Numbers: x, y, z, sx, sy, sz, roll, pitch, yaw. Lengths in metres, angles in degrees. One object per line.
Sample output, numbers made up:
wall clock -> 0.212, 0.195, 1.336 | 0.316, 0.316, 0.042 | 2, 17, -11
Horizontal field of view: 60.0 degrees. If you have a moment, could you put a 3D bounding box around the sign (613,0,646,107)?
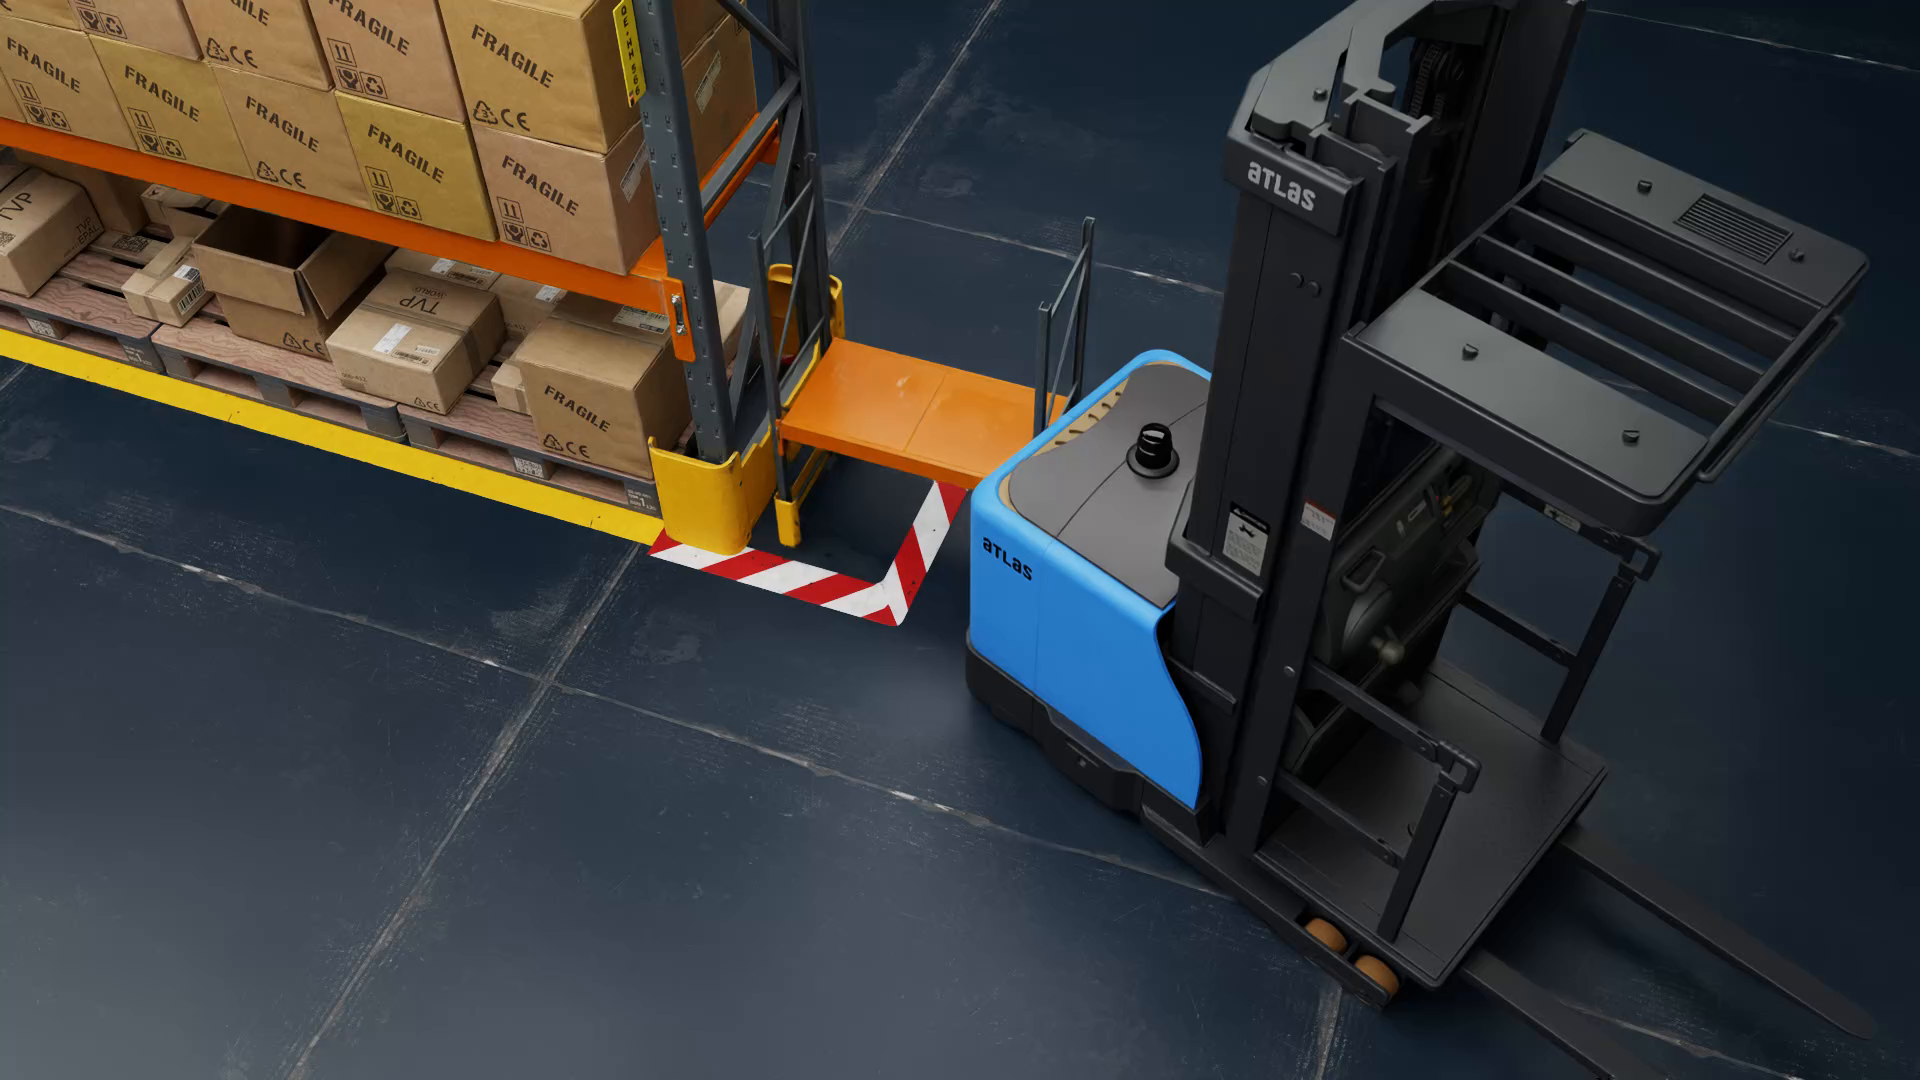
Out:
sign -> -0.973, -1.440, 4.904 | 0.005, 0.325, 0.100 | 16, 51, 13

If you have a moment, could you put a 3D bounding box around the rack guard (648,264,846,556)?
rack guard -> -0.833, -0.547, 6.760 | 0.348, 0.500, 1.175 | 16, 51, 13

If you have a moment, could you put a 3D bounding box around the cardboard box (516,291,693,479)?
cardboard box -> -1.357, -0.639, 6.548 | 0.500, 0.500, 0.500 | 16, 51, 13

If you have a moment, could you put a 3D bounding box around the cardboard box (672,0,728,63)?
cardboard box -> -1.086, -2.009, 5.645 | 0.500, 0.500, 0.500 | 17, 51, 14

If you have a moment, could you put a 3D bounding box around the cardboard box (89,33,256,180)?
cardboard box -> -2.703, -1.703, 6.041 | 0.500, 0.500, 0.500 | 15, 51, 13

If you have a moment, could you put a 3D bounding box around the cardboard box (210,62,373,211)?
cardboard box -> -2.230, -1.571, 5.927 | 0.500, 0.500, 0.500 | 16, 51, 13

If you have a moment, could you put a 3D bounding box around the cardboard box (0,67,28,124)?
cardboard box -> -3.649, -1.967, 6.271 | 0.500, 0.500, 0.500 | 16, 51, 14

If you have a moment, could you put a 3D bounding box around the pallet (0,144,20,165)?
pallet -> -5.290, -1.666, 7.921 | 1.213, 0.211, 1.003 | 16, 51, 13

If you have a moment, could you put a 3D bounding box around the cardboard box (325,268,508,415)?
cardboard box -> -2.238, -0.827, 6.877 | 0.500, 0.250, 0.500 | 16, 51, 13

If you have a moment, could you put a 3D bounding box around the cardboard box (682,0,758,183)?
cardboard box -> -1.086, -1.682, 6.023 | 0.500, 0.500, 0.500 | 17, 51, 14

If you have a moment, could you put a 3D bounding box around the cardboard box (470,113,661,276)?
cardboard box -> -1.276, -1.303, 5.695 | 0.500, 0.500, 0.500 | 17, 51, 14

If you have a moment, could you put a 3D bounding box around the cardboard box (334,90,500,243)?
cardboard box -> -1.764, -1.436, 5.810 | 0.500, 0.500, 0.500 | 16, 51, 13

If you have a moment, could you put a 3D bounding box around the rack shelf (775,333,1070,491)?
rack shelf -> -0.125, -0.430, 6.235 | 1.000, 0.185, 0.538 | 16, 51, 13

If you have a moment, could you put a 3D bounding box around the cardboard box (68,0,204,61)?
cardboard box -> -2.718, -2.026, 5.660 | 0.500, 0.500, 0.500 | 17, 51, 14

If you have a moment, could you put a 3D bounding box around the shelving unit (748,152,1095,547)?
shelving unit -> -0.116, -0.545, 6.097 | 1.083, 1.500, 0.587 | 16, 51, 13

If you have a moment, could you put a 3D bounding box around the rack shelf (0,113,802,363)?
rack shelf -> -2.638, -1.634, 6.524 | 4.000, 0.370, 1.077 | 16, 51, 13

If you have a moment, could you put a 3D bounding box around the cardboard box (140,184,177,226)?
cardboard box -> -3.508, -1.600, 7.614 | 0.250, 0.149, 0.380 | 16, 51, 13

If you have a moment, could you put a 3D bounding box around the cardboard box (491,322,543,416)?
cardboard box -> -1.706, -0.699, 6.822 | 0.250, 0.166, 0.380 | 16, 51, 13

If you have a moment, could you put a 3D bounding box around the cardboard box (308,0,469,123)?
cardboard box -> -1.748, -1.759, 5.428 | 0.500, 0.500, 0.500 | 17, 51, 14

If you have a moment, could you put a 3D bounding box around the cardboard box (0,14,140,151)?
cardboard box -> -3.180, -1.835, 6.156 | 0.500, 0.500, 0.500 | 15, 51, 13

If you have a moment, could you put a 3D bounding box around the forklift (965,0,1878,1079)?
forklift -> 1.444, 0.075, 4.612 | 3.031, 2.935, 1.130 | 35, 57, 26

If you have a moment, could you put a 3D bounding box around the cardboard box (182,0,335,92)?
cardboard box -> -2.236, -1.892, 5.543 | 0.500, 0.500, 0.500 | 17, 51, 14

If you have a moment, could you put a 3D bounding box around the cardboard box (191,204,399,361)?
cardboard box -> -2.750, -1.231, 7.060 | 0.637, 0.503, 0.797 | 16, 51, 13

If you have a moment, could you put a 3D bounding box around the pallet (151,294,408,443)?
pallet -> -2.721, -0.981, 7.327 | 1.213, 0.211, 1.003 | 16, 51, 13

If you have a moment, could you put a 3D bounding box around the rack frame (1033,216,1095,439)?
rack frame -> 0.351, -0.413, 5.982 | 0.032, 1.500, 0.500 | 16, 51, 13

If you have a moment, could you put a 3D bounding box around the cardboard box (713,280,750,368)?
cardboard box -> -1.035, -0.909, 7.015 | 0.250, 0.149, 0.380 | 16, 51, 13

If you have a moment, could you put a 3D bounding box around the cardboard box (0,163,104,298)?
cardboard box -> -4.195, -1.393, 7.327 | 0.500, 0.311, 0.500 | 16, 51, 13

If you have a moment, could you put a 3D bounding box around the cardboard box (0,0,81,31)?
cardboard box -> -3.203, -2.161, 5.777 | 0.500, 0.500, 0.500 | 14, 51, 12

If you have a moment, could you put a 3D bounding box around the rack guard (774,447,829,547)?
rack guard -> -0.583, -0.268, 6.683 | 0.087, 0.250, 0.587 | 16, 51, 13

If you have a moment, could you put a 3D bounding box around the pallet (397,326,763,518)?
pallet -> -1.581, -0.660, 7.049 | 1.213, 0.211, 1.003 | 16, 51, 13

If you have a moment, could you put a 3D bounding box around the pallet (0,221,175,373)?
pallet -> -3.870, -1.299, 7.603 | 1.213, 0.211, 1.003 | 16, 51, 13

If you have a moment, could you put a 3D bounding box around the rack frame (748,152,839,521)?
rack frame -> -0.601, -0.683, 6.216 | 0.032, 1.500, 0.500 | 16, 51, 13

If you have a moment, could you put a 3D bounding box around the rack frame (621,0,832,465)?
rack frame -> -0.761, -1.346, 5.798 | 0.127, 3.000, 1.000 | 16, 51, 13

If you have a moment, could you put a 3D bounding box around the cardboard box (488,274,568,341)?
cardboard box -> -1.642, -1.064, 7.082 | 0.500, 0.250, 0.500 | 16, 51, 13

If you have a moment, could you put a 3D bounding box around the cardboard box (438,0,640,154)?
cardboard box -> -1.274, -1.628, 5.314 | 0.500, 0.500, 0.500 | 15, 51, 13

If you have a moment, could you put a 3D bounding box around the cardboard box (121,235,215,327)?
cardboard box -> -3.380, -1.127, 7.192 | 0.250, 0.166, 0.380 | 16, 51, 13

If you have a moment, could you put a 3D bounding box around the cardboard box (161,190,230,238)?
cardboard box -> -3.177, -1.512, 7.430 | 0.500, 0.311, 0.500 | 16, 51, 13

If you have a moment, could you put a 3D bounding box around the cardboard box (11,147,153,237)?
cardboard box -> -3.881, -1.770, 7.529 | 0.500, 0.500, 0.500 | 16, 51, 13

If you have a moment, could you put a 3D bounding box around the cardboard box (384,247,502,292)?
cardboard box -> -2.111, -1.195, 7.195 | 0.500, 0.250, 0.500 | 16, 51, 13
